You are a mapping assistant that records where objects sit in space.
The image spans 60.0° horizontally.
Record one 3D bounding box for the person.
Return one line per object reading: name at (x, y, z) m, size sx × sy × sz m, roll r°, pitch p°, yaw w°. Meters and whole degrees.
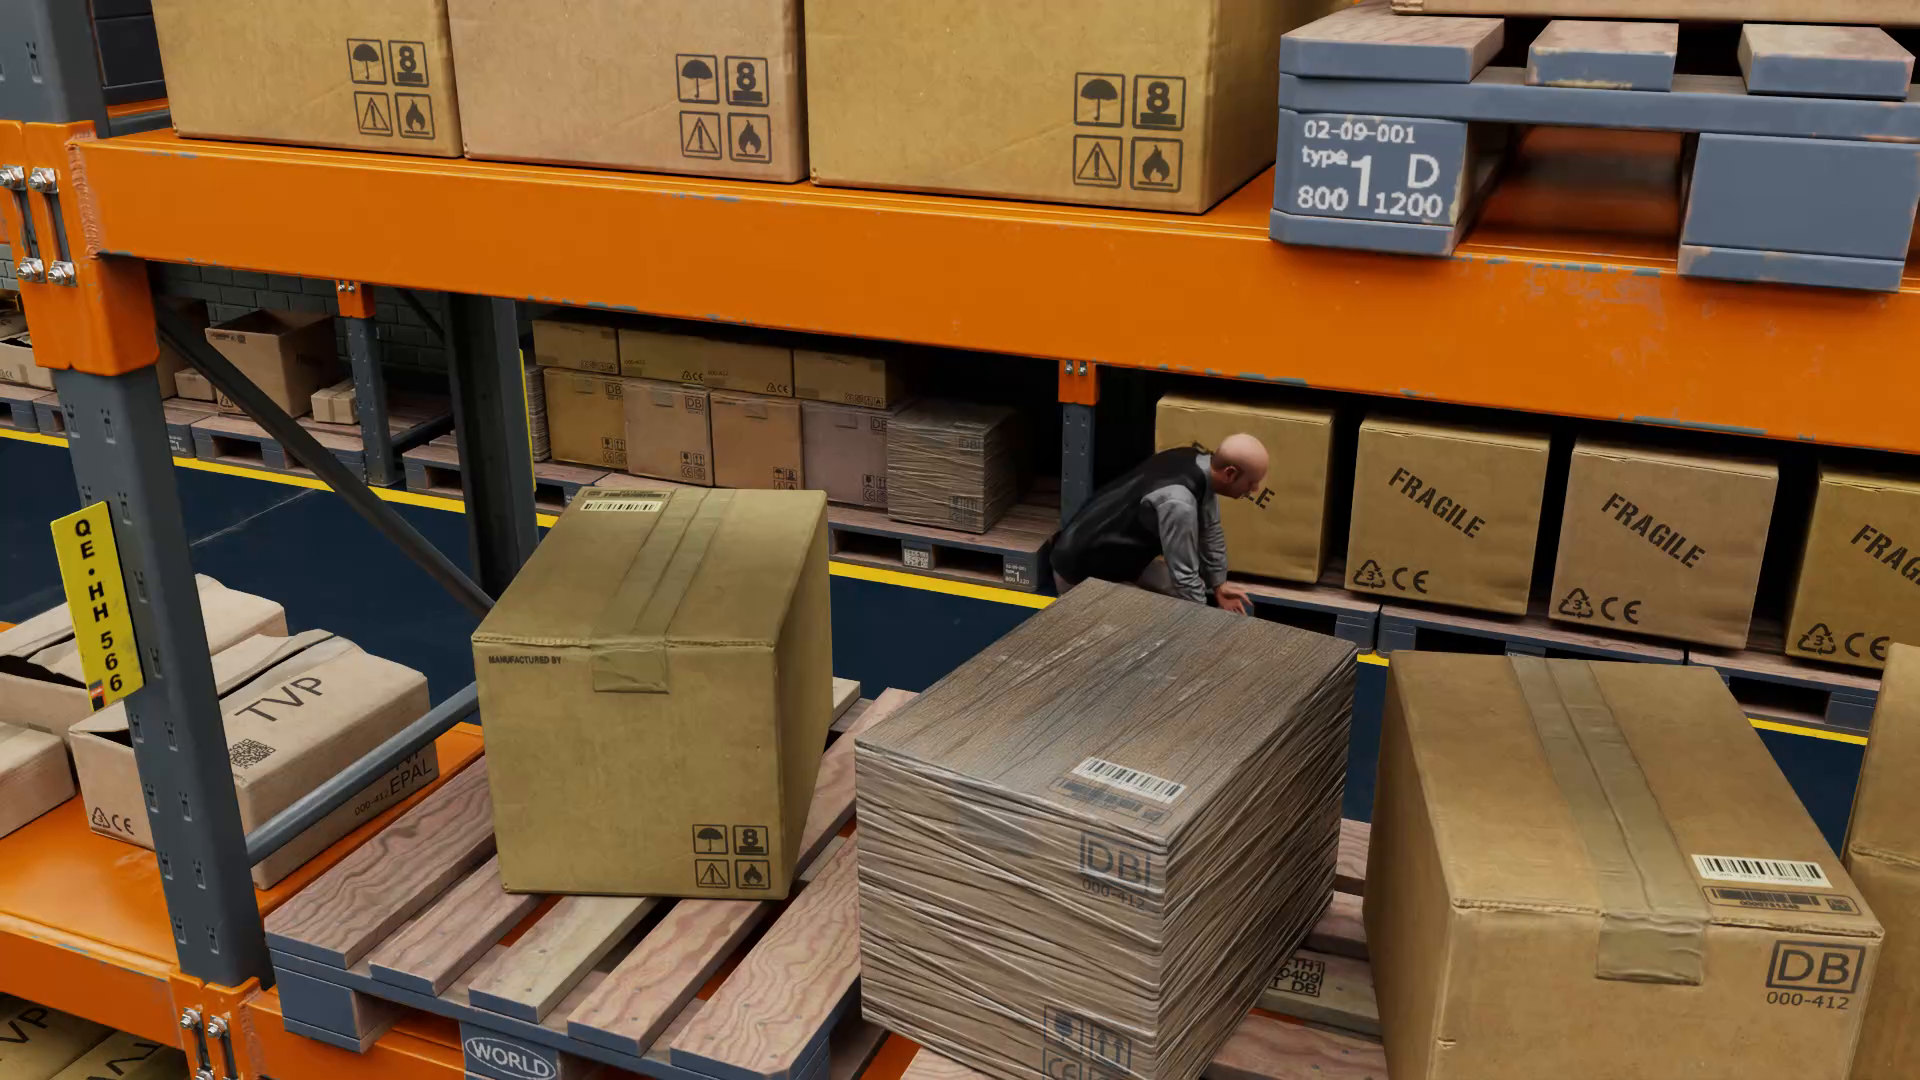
person at (0.702, 0.159, 6.444) m, size 0.664 × 1.073 × 0.583 m, roll 8°, pitch 24°, yaw 19°
